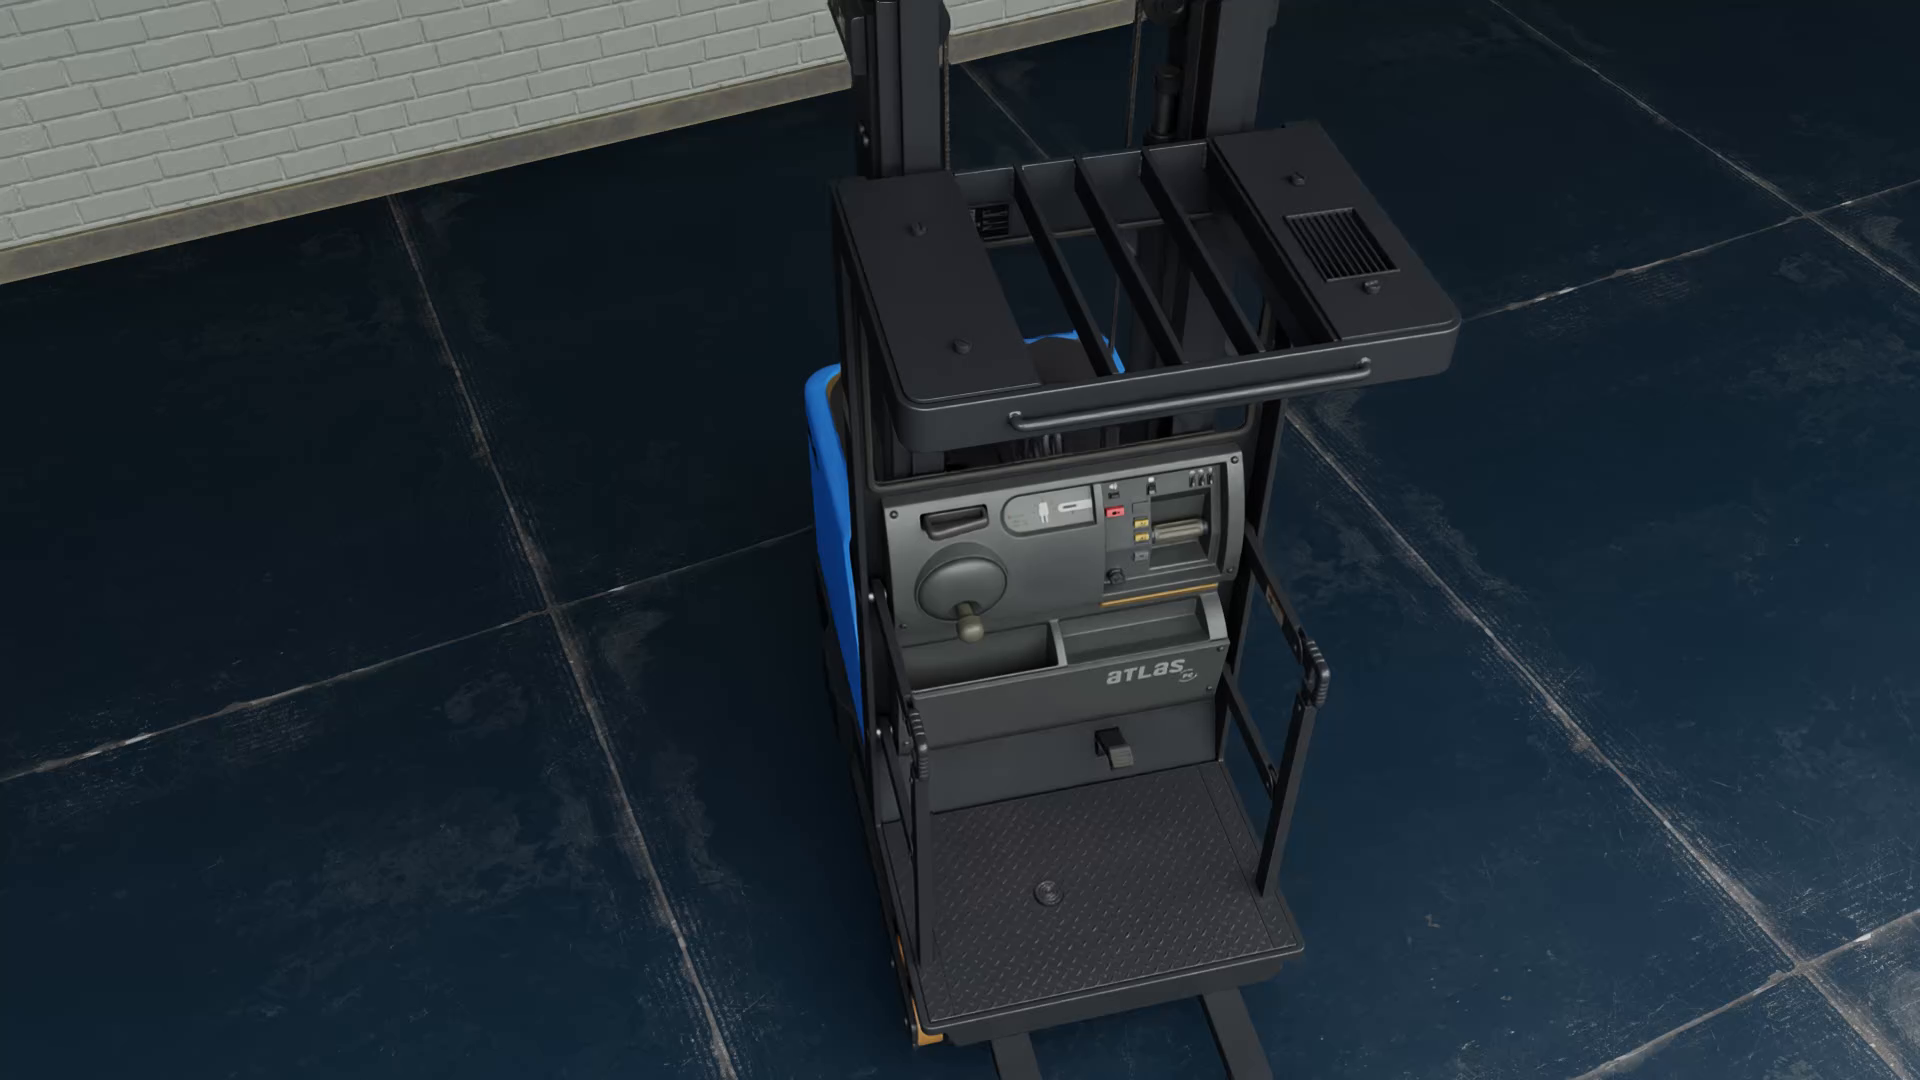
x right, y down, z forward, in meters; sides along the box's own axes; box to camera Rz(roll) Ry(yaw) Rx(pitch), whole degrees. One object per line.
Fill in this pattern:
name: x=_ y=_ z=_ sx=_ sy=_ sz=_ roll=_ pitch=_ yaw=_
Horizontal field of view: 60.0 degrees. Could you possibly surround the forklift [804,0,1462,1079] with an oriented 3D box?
forklift: x=0.323 y=0.103 z=4.058 sx=1.130 sy=2.935 sz=3.031 roll=-9 pitch=45 yaw=-9
